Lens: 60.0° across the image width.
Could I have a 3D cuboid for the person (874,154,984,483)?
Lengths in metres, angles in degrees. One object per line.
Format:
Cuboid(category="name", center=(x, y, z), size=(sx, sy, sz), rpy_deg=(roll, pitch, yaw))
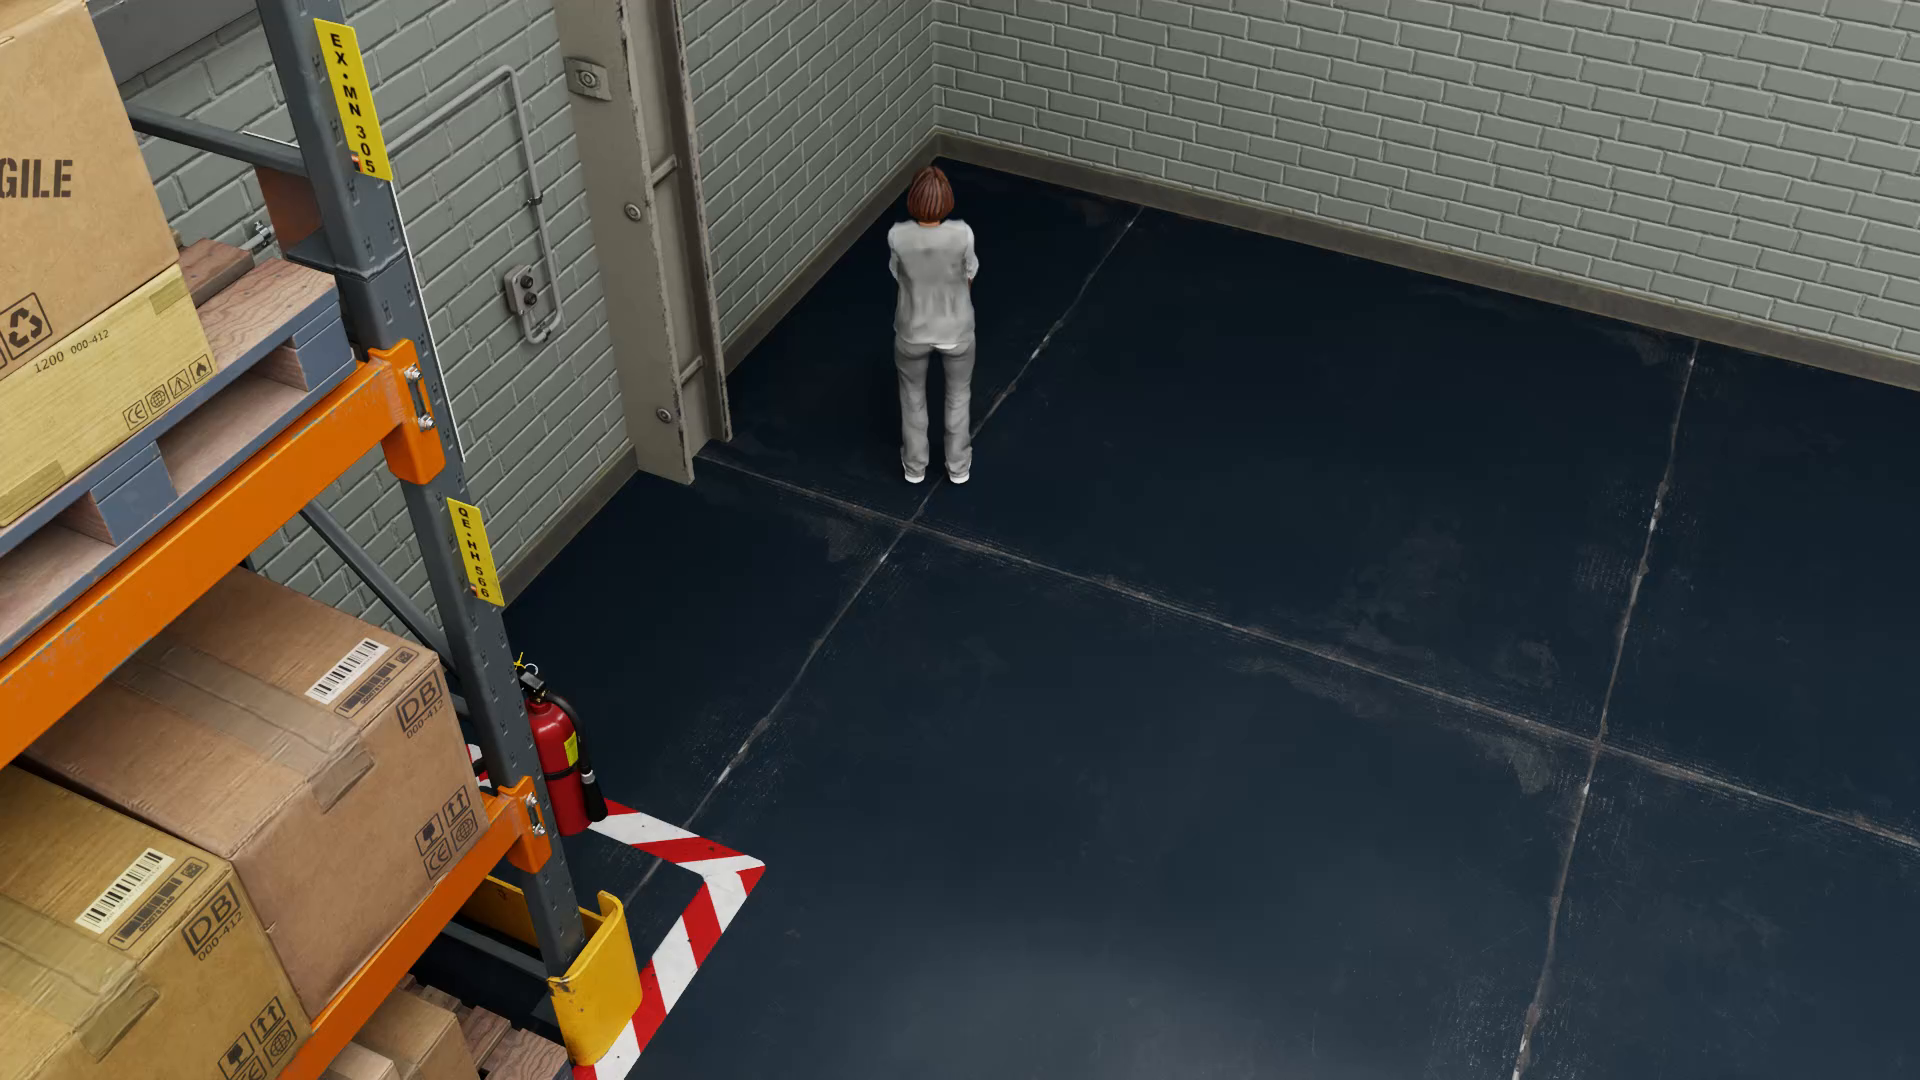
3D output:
Cuboid(category="person", center=(-0.125, -0.902, 7.151), size=(0.481, 1.591, 0.347), rpy_deg=(-3, 43, -3))
